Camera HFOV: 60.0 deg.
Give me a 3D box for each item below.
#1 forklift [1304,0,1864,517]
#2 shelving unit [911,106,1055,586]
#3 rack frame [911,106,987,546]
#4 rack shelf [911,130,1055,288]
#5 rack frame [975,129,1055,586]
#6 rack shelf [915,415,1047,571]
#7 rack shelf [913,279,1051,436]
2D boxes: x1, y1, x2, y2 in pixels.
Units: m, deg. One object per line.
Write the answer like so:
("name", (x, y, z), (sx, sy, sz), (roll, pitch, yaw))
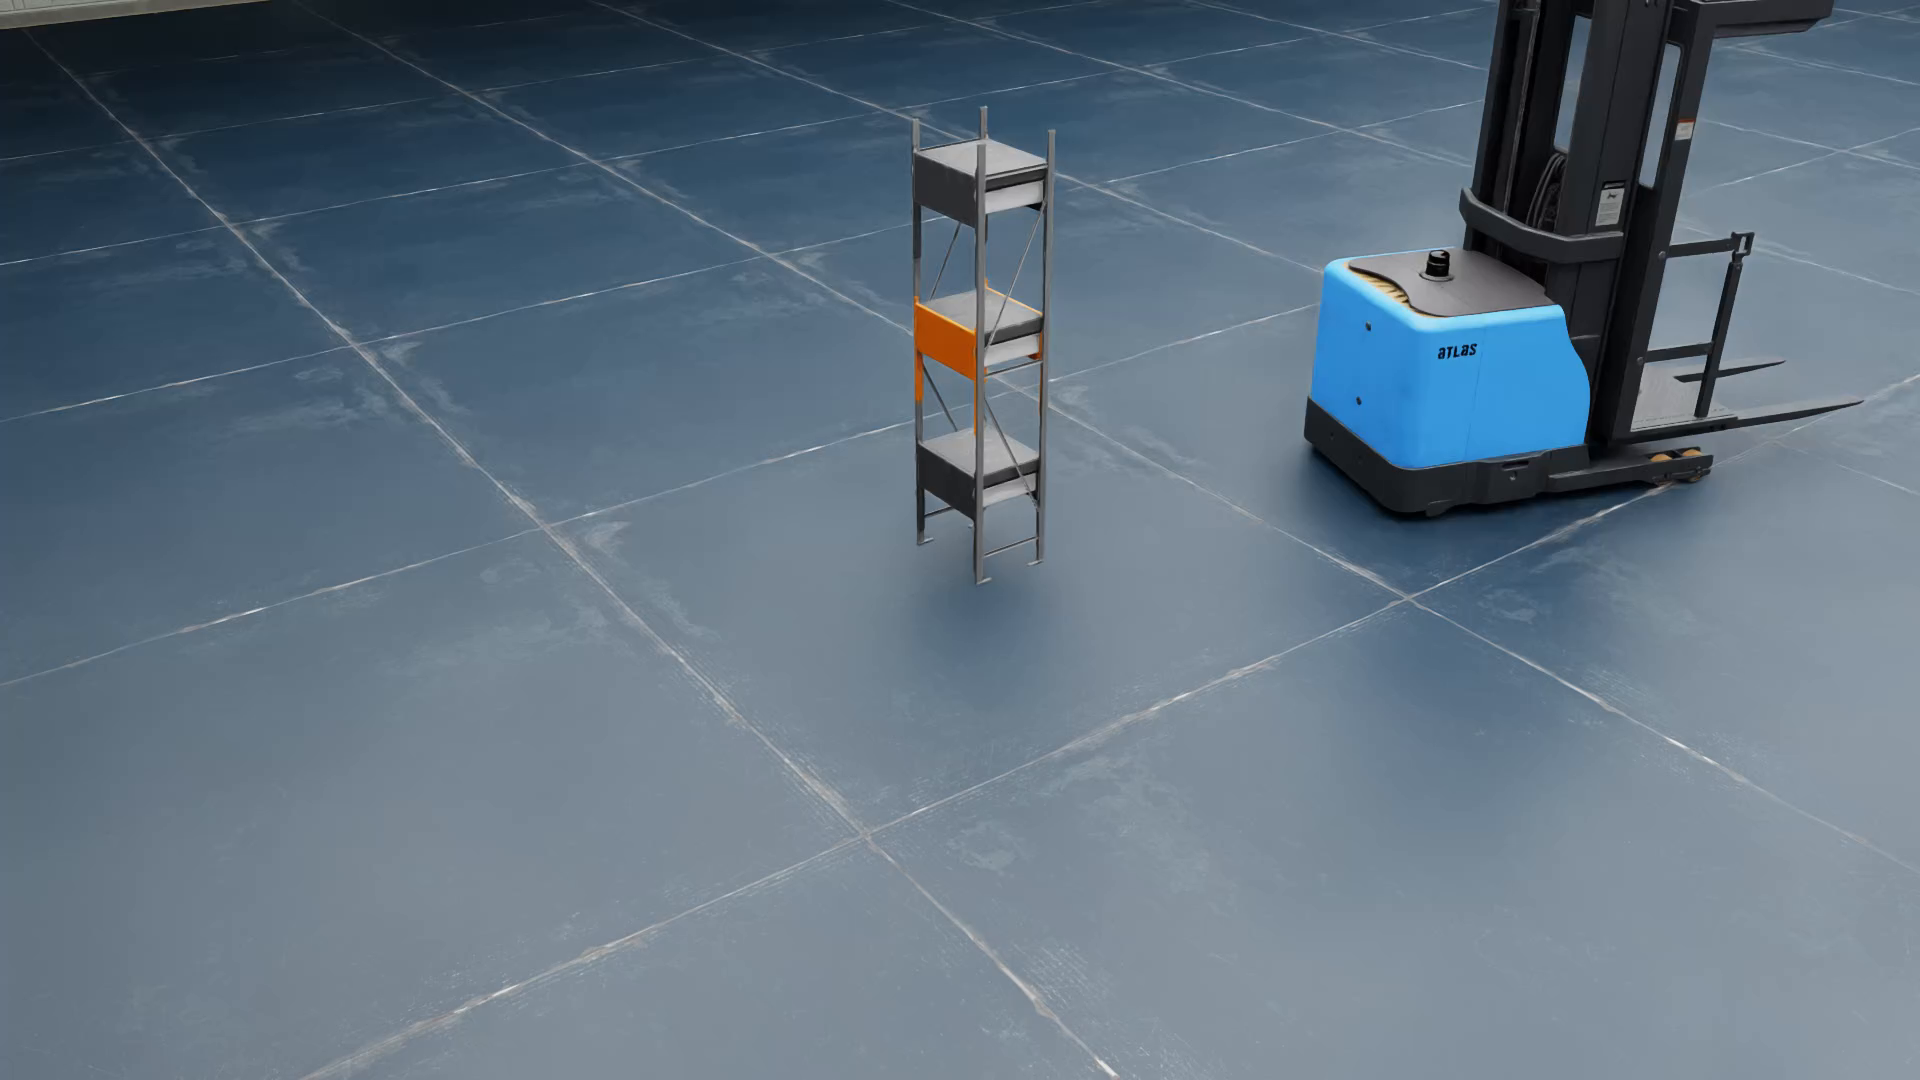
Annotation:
("forklift", (3.466, -1.803, 8.499), (3.031, 2.935, 1.130), (-8, 30, -15))
("shelving unit", (0.096, -0.858, 7.630), (0.431, 2.100, 0.503), (-19, 34, -31))
("rack frame", (-0.046, -0.953, 7.805), (0.400, 2.100, 0.015), (-19, 34, -31))
("rack shelf", (0.096, -1.461, 7.303), (0.431, 0.518, 0.480), (-19, 34, -31))
("rack frame", (0.238, -0.763, 7.456), (0.400, 2.100, 0.015), (-19, 34, -31))
("rack shelf", (0.096, -0.231, 7.971), (0.431, 0.518, 0.480), (-19, 34, -31))
("rack shelf", (0.096, -0.846, 7.637), (0.431, 0.518, 0.480), (-19, 34, -31))
